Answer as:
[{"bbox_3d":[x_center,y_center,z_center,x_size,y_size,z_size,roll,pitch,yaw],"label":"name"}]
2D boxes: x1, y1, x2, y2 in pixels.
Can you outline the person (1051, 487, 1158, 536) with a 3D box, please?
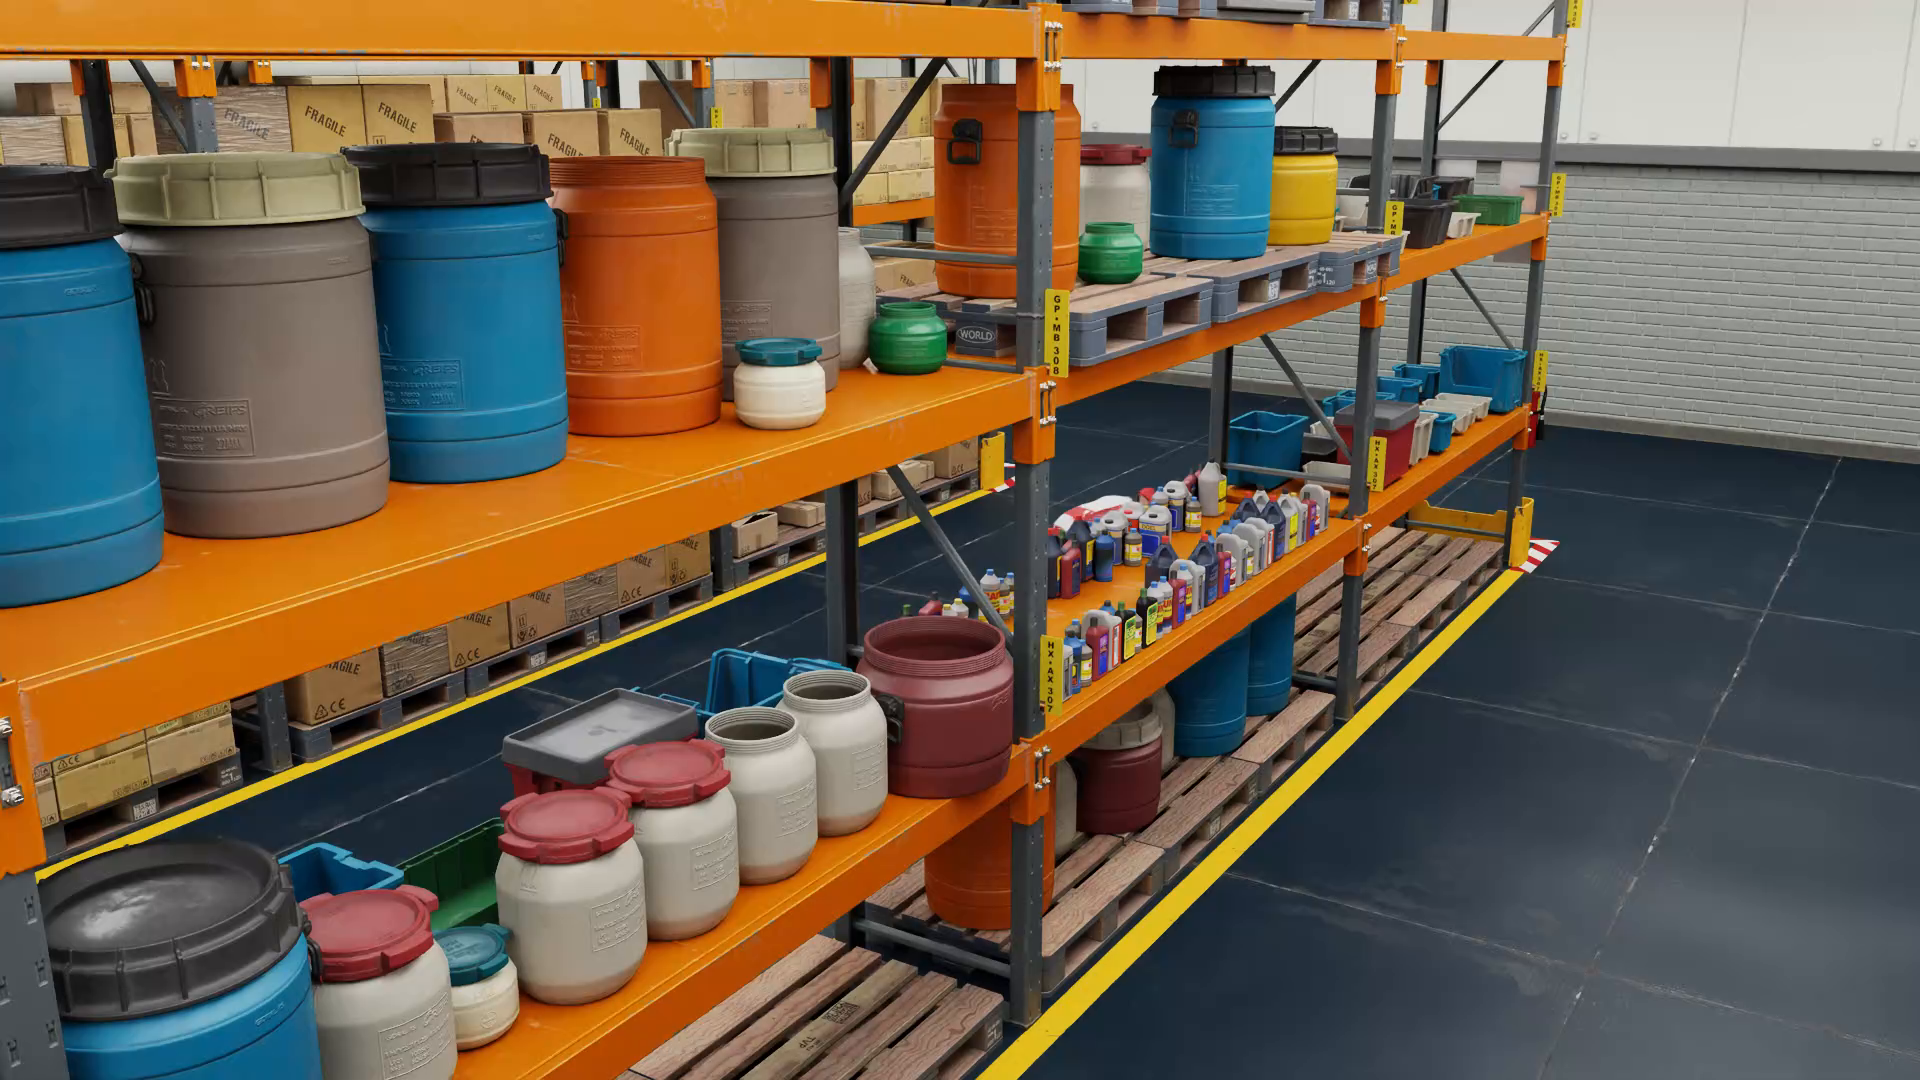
[{"bbox_3d":[1.036,0.227,11.469,0.956,1.085,0.517,-12,20,-36],"label":"person"}]
